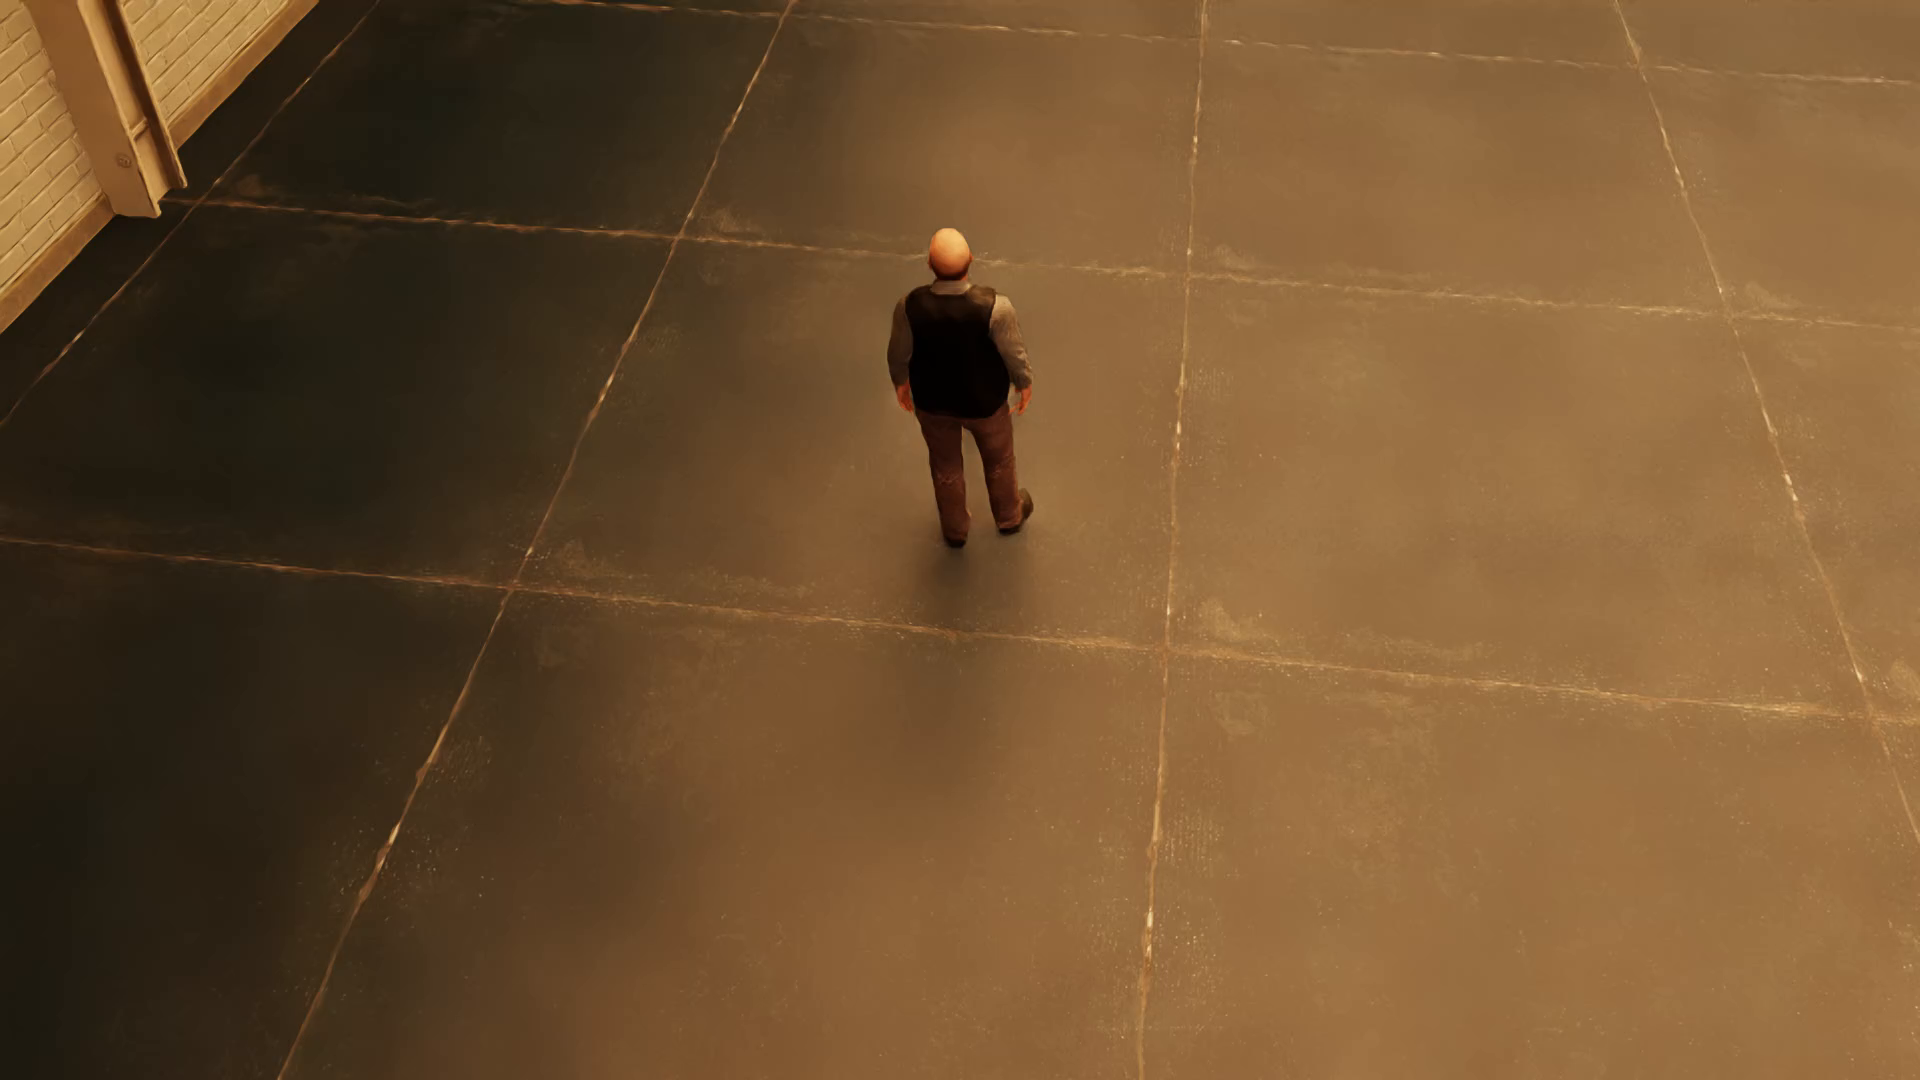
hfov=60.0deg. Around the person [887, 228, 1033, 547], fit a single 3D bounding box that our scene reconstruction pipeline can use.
[{"bbox_3d":[0.016,-0.680,7.348,0.632,1.720,0.567,5,43,6],"label":"person"}]
